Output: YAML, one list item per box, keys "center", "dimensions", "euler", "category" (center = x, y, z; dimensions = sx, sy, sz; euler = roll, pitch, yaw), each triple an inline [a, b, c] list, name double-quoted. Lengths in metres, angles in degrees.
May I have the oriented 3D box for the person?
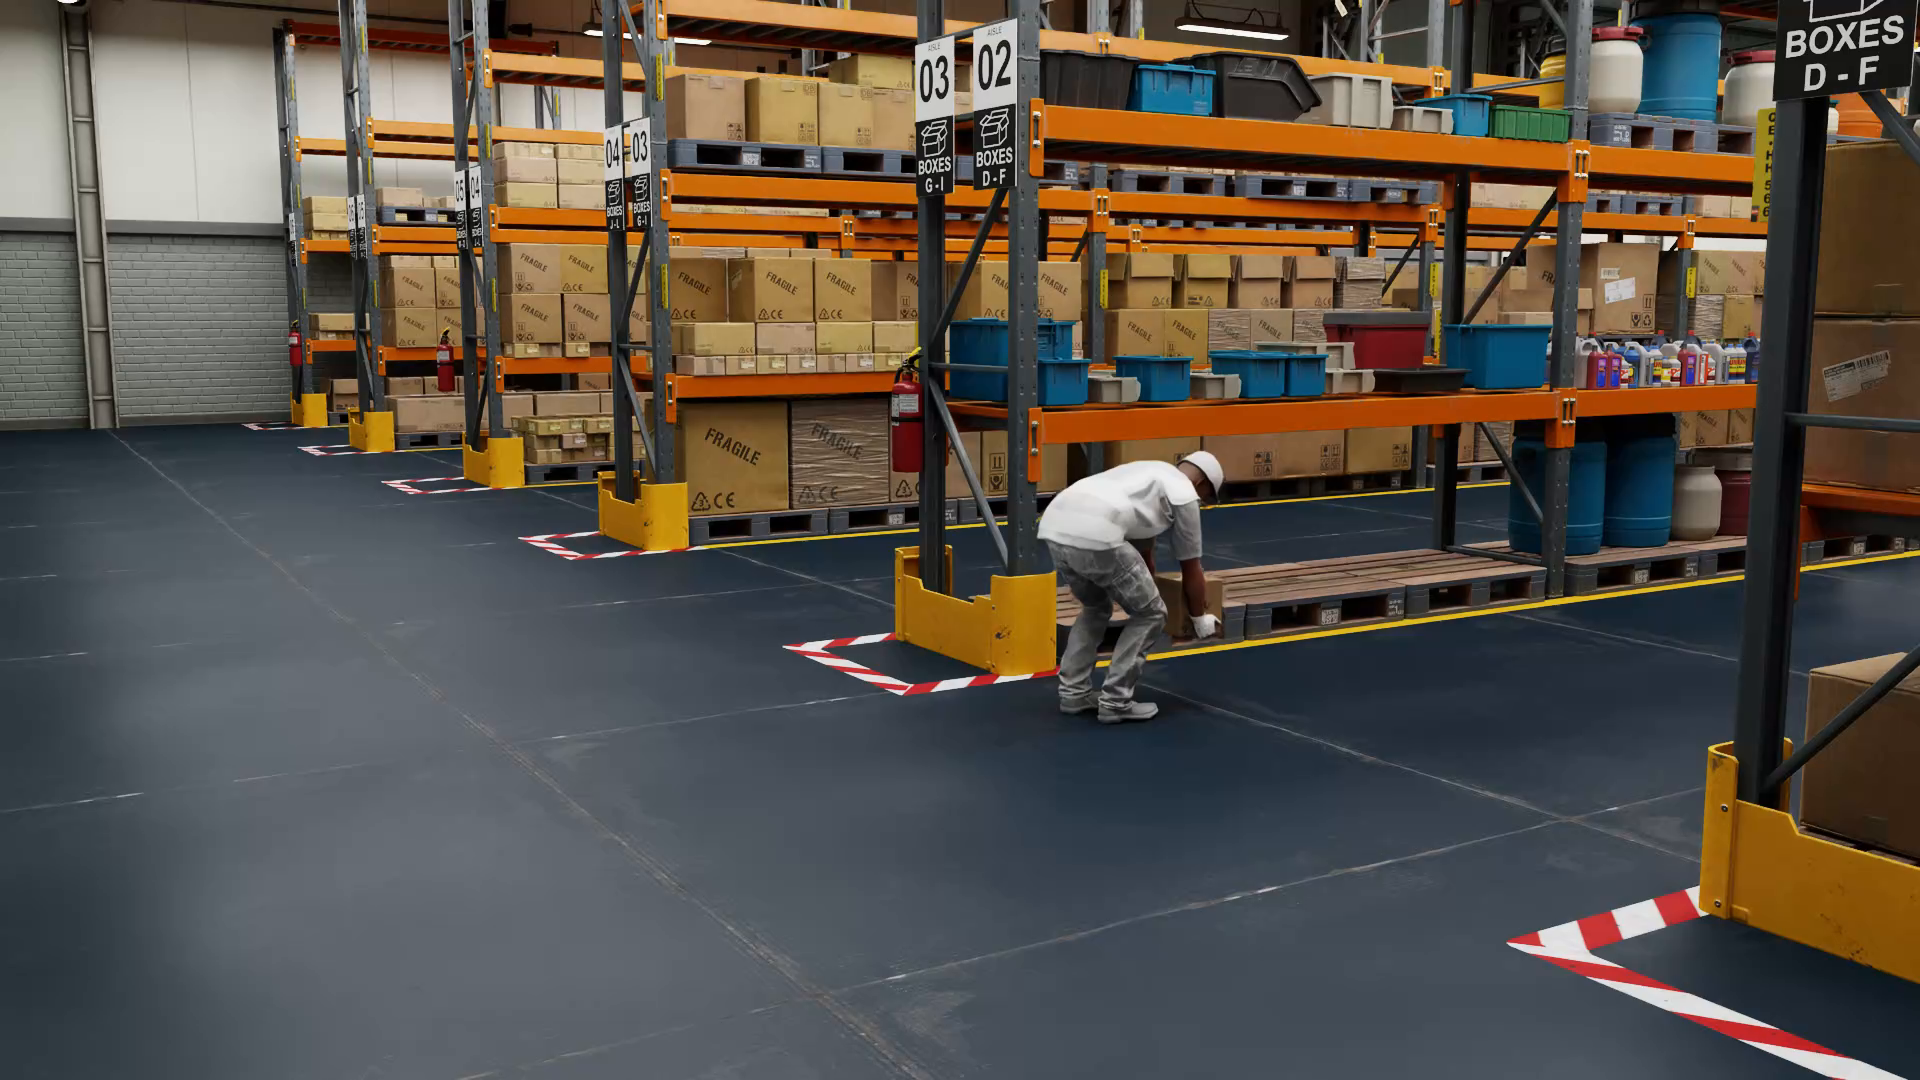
- center: [0.798, 0.198, 7.536]
  dimensions: [0.966, 1.167, 0.516]
  euler: [-5, 10, -34]
  category: "person"
